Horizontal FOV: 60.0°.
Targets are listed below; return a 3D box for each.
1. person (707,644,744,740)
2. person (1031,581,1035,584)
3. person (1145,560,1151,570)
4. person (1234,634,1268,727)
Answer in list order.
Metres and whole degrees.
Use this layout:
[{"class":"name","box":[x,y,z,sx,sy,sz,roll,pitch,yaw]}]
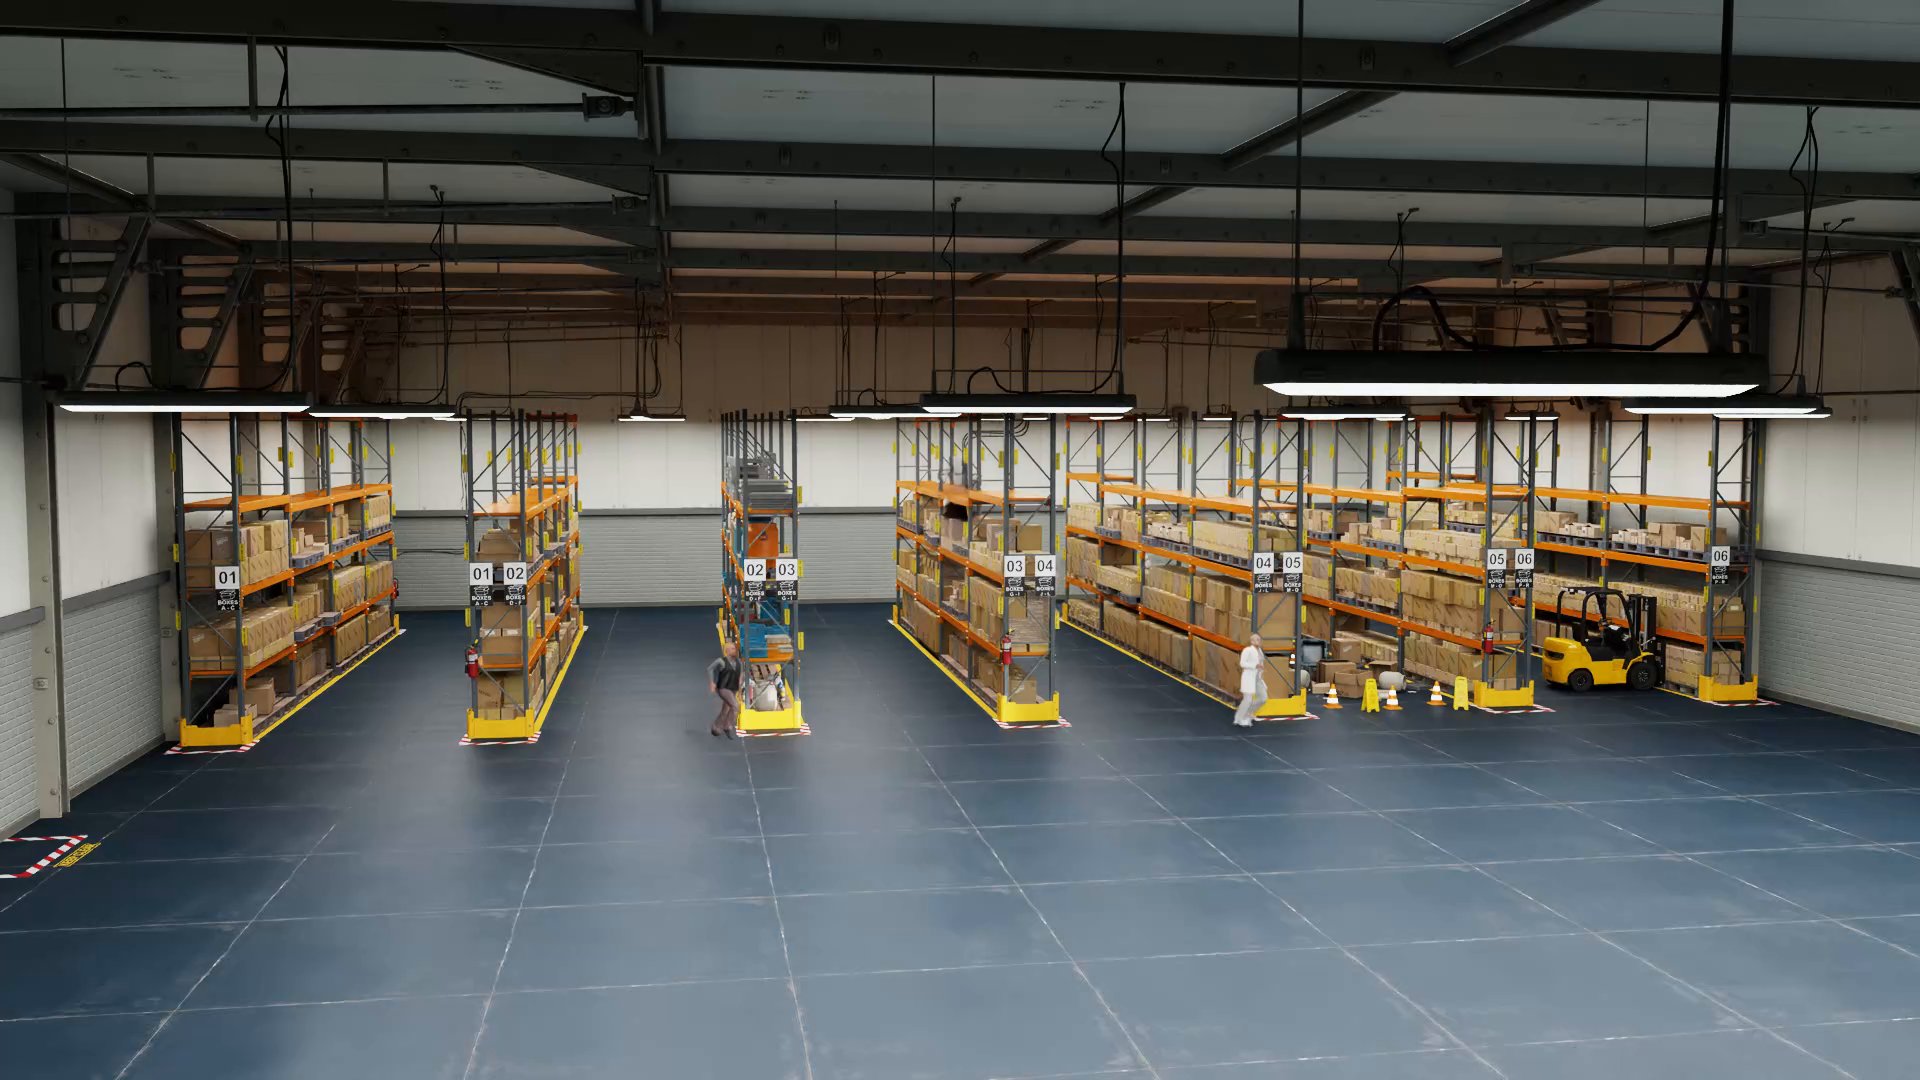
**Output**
[{"class":"person","box":[-4.200,2.751,30.334,0.701,1.684,0.641,3,5,37]},{"class":"person","box":[2.114,1.512,49.266,0.610,1.593,0.577,-3,5,-33]},{"class":"person","box":[5.398,1.497,47.957,0.625,1.834,0.766,-2,4,-26]},{"class":"person","box":[5.587,2.665,31.462,0.716,1.763,0.713,-3,5,-38]}]
